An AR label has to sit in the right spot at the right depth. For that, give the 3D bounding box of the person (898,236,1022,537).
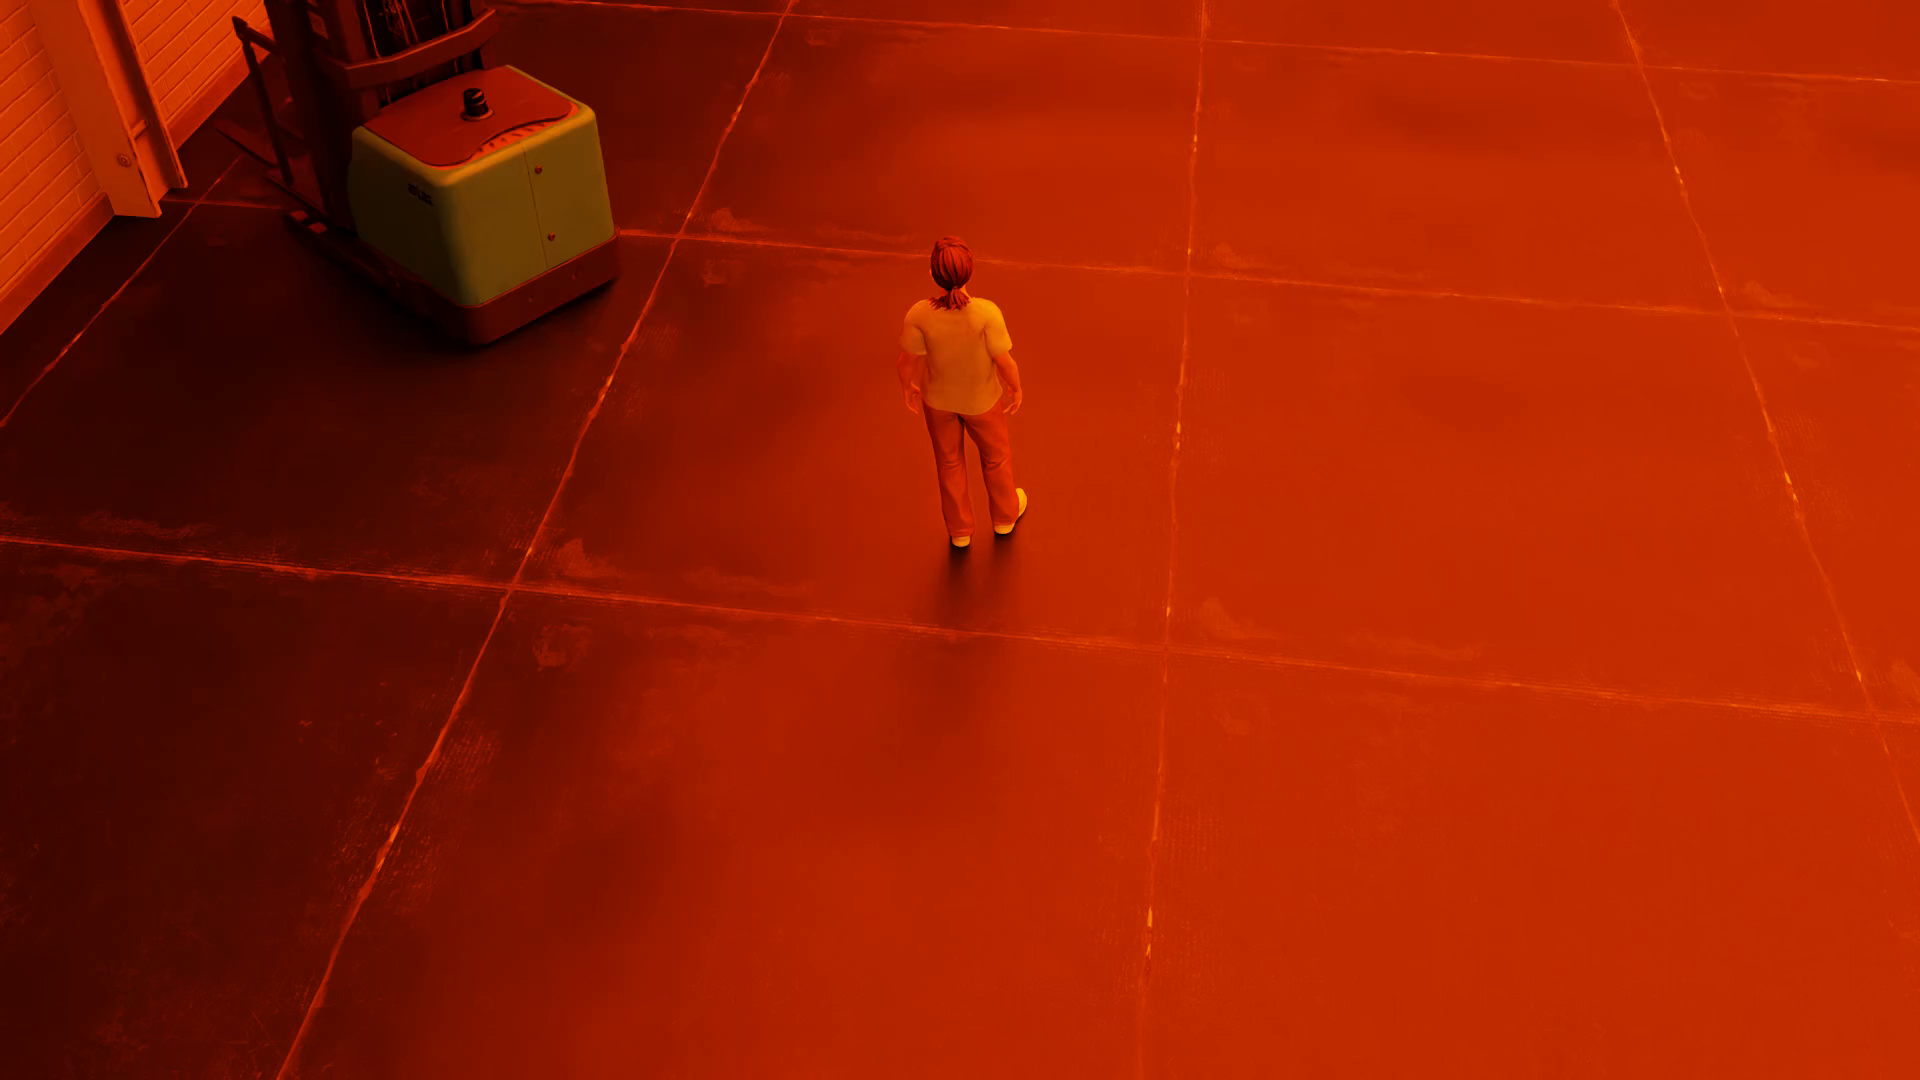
[{"bbox_3d":[0.004,-0.655,7.307,0.536,1.609,0.426,5,43,6],"label":"person"}]

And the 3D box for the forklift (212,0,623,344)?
[{"bbox_3d":[-3.342,-3.000,8.990,3.031,2.935,1.130,32,51,30],"label":"forklift"}]
